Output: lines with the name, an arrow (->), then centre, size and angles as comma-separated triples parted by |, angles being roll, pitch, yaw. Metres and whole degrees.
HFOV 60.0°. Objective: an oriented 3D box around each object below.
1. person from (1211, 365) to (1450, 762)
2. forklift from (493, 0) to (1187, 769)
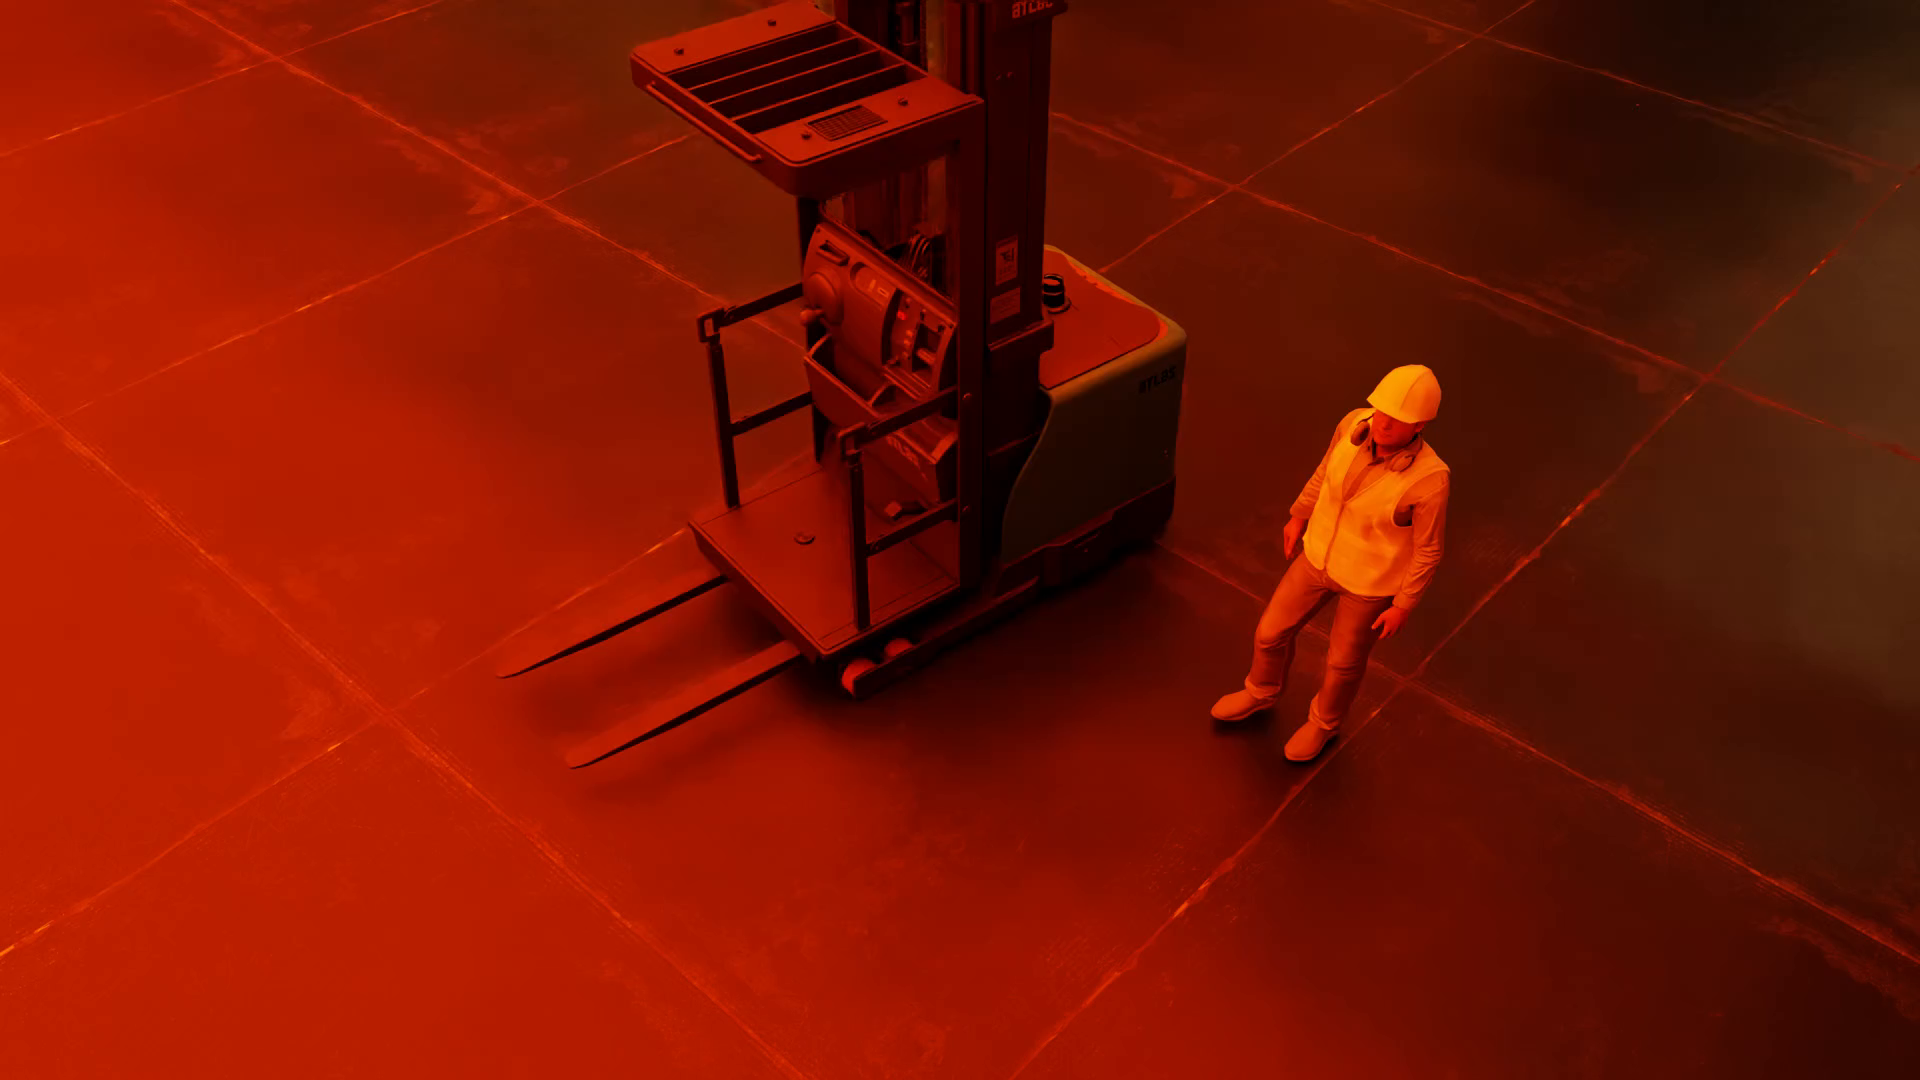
person -> 1.409, 0.116, 6.169 | 0.568, 1.774, 0.633 | -24, 46, -26
forklift -> -0.490, -0.849, 6.418 | 3.031, 2.935, 1.130 | -27, 47, -28
